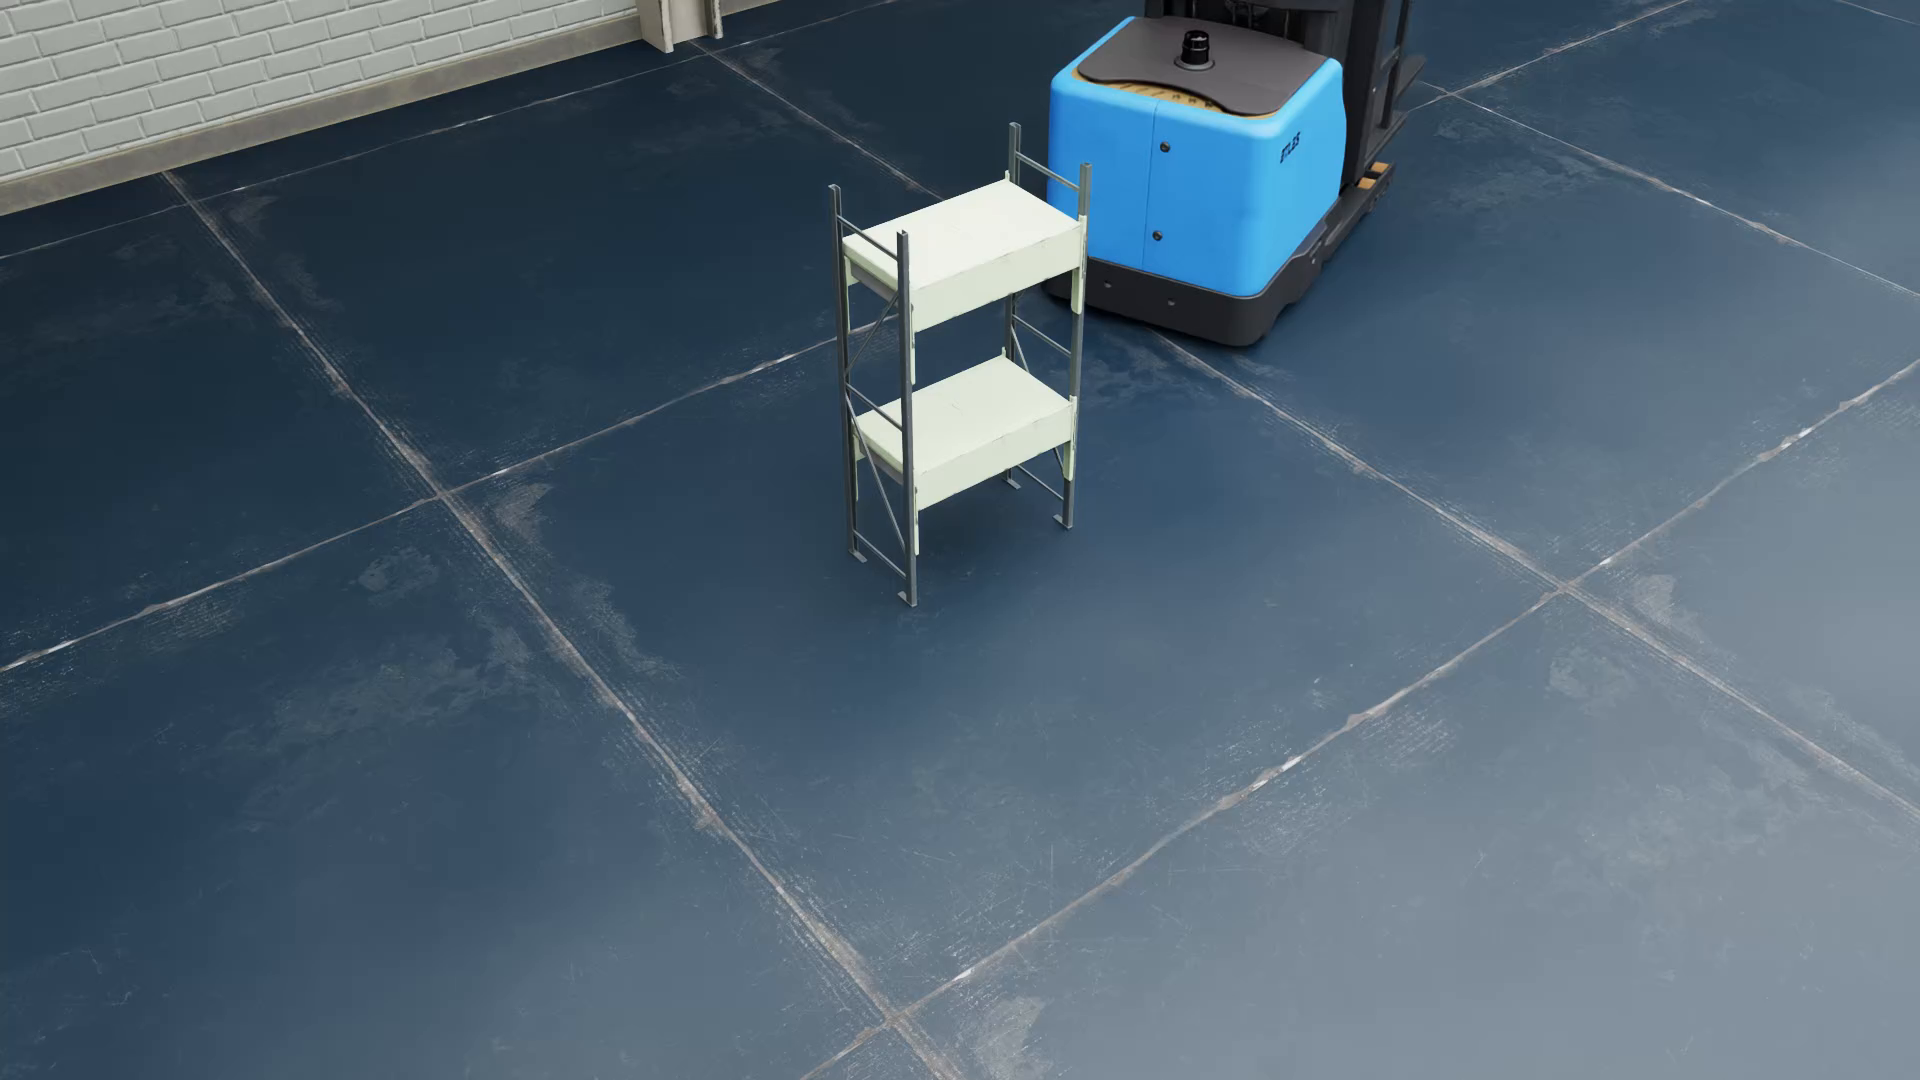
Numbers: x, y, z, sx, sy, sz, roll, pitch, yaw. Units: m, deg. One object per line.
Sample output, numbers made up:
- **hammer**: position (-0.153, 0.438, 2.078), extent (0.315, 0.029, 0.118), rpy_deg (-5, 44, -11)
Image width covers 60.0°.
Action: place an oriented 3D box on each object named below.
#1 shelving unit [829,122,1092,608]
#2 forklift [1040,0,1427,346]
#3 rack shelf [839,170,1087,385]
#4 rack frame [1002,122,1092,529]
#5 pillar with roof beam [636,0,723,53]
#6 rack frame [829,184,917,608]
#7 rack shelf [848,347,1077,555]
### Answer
- **shelving unit**: position (0.005, -0.582, 5.777), extent (0.755, 1.500, 0.431), rpy_deg (-26, 46, -28)
- **forklift**: position (1.525, -2.885, 7.456), extent (1.130, 2.935, 3.031), rpy_deg (20, 43, 22)
- **rack shelf**: position (0.005, -0.884, 5.530), extent (0.720, 0.370, 0.431), rpy_deg (-26, 46, -28)
- **rack frame**: position (0.295, -0.724, 5.950), extent (0.023, 1.500, 0.400), rpy_deg (-26, 46, -28)
- **pillar with roof beam**: position (0.966, -4.313, 4.412), extent (0.400, 9.000, 9.100), rpy_deg (-26, 46, -28)
- **rack frame**: position (-0.285, -0.441, 5.605), extent (0.023, 1.500, 0.400), rpy_deg (-26, 46, -28)
- **rack shelf**: position (0.005, -0.330, 5.984), extent (0.720, 0.370, 0.431), rpy_deg (-26, 46, -28)
